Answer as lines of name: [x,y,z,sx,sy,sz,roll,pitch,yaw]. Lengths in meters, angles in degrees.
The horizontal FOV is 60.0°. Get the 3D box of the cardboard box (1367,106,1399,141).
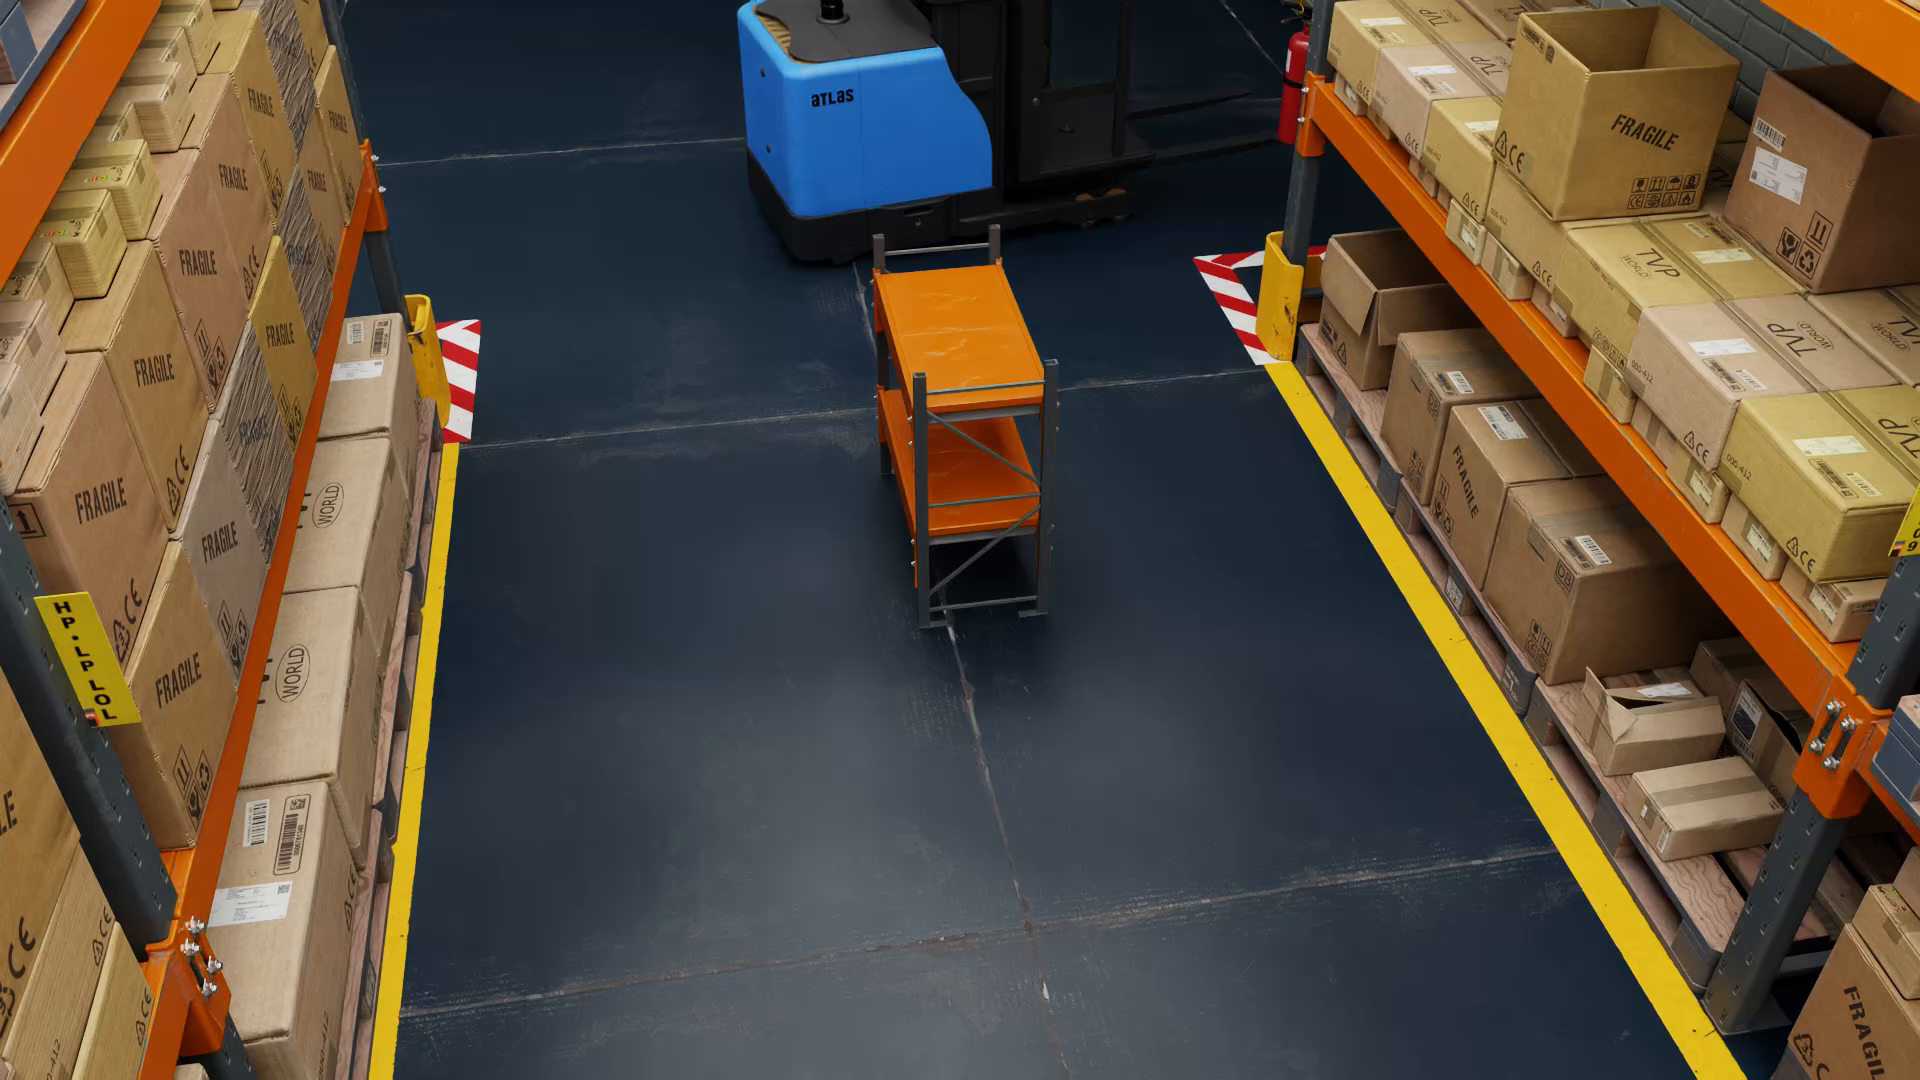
cardboard box: [1.888,-1.757,6.771,0.380,0.149,0.250,-5,38,-7]

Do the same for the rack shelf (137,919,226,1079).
rack shelf: [-1.824,2.212,2.044,1.077,0.370,4.000,-6,38,-8]

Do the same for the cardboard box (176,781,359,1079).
cardboard box: [-2.179,1.175,4.539,0.875,0.438,0.875,-7,38,-9]

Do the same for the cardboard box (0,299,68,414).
cardboard box: [-2.035,-0.342,3.321,0.380,0.149,0.250,-6,38,-7]

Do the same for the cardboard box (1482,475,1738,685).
cardboard box: [2.318,0.116,5.851,0.700,0.500,0.500,-8,38,-10]

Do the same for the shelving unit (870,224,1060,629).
shelving unit: [-0.001,-0.448,6.410,0.538,1.125,1.048,-6,38,-8]

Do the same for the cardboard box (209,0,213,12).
cardboard box: [-2.440,-1.572,4.903,0.380,0.149,0.250,-7,38,-8]

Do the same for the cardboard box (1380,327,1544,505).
cardboard box: [2.136,-0.511,6.658,0.700,0.500,0.500,-5,38,-6]

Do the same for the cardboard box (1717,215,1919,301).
cardboard box: [2.707,-0.817,5.236,0.500,0.250,0.500,-5,38,-7]

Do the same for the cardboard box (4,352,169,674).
cardboard box: [-2.020,-0.028,3.445,0.500,0.500,0.500,-6,38,-8]

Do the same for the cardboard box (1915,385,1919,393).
cardboard box: [2.891,-0.203,4.446,0.500,0.250,0.500,-7,38,-8]

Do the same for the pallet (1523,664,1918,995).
pallet: [2.592,0.870,5.458,1.003,0.211,1.213,-6,38,-8]

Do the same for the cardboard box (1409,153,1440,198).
cardboard box: [1.952,-1.442,6.366,0.380,0.149,0.250,-5,38,-7]

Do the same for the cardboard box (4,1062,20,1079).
cardboard box: [-1.763,1.123,2.575,0.500,0.250,0.500,-5,38,-7]

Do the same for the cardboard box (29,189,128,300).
cardboard box: [-2.105,-0.649,3.715,0.380,0.149,0.250,-6,38,-8]

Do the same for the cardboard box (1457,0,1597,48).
cardboard box: [2.352,-2.041,6.812,0.500,0.250,0.500,-5,38,-7]

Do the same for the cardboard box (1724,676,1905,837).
cardboard box: [2.828,0.655,5.311,0.500,0.311,0.500,-5,38,-6]

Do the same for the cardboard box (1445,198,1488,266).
cardboard box: [1.975,-1.122,5.954,0.380,0.149,0.250,-7,38,-9]

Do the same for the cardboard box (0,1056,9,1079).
cardboard box: [-1.751,0.840,2.327,0.500,0.500,0.500,-6,38,-7]

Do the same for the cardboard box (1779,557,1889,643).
cardboard box: [2.407,0.117,4.359,0.380,0.149,0.250,-6,38,-7]

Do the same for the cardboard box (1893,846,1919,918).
cardboard box: [2.572,0.870,4.109,0.380,0.149,0.250,-7,38,-9]

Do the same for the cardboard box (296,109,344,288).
cardboard box: [-2.458,-1.168,5.727,0.500,0.500,0.500,-7,38,-9]

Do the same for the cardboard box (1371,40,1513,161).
cardboard box: [1.913,-1.683,6.351,0.500,0.250,0.500,-6,38,-7]

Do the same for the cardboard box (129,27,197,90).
cardboard box: [-2.311,-1.266,4.510,0.380,0.149,0.250,-5,38,-6]

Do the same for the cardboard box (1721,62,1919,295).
cardboard box: [2.712,-1.099,4.988,0.500,0.500,0.500,-7,38,-9]

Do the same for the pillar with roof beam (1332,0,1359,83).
pillar with roof beam: [-1.813,-5.864,6.963,9.100,9.000,0.400,-6,38,-8]

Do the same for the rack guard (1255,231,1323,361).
rack guard: [2.024,-1.199,7.886,1.175,0.500,0.348,-6,38,-8]

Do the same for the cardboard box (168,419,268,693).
cardboard box: [-2.083,0.064,4.141,0.500,0.500,0.500,-6,38,-8]

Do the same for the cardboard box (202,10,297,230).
cardboard box: [-2.353,-1.253,5.022,0.500,0.500,0.500,-6,38,-8]

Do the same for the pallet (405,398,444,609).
pallet: [-2.659,-0.121,6.733,1.003,0.211,1.213,-6,38,-8]

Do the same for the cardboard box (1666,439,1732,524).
cardboard box: [2.271,-0.192,4.757,0.380,0.149,0.250,-5,38,-7]

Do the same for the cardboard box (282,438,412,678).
cardboard box: [-2.493,0.089,5.936,0.875,0.438,0.875,-5,38,-7]

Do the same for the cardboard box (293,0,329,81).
cardboard box: [-2.557,-1.865,5.809,0.500,0.500,0.500,-5,38,-6]

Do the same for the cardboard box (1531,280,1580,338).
cardboard box: [2.154,-0.817,5.561,0.380,0.149,0.250,-6,38,-8]

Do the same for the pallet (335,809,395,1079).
pallet: [-2.231,1.353,4.836,1.003,0.211,1.213,-6,38,-8]

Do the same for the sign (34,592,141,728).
sign: [-1.642,0.229,3.130,0.100,0.325,0.005,-6,38,-8]

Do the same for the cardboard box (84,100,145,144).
cardboard box: [-2.248,-0.955,4.110,0.380,0.149,0.250,-6,38,-8]

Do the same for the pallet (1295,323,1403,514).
pallet: [2.164,-0.604,7.355,1.003,0.211,1.213,-6,38,-8]

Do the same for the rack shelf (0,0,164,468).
rack shelf: [-2.525,-1.389,4.234,1.077,0.370,4.000,-6,38,-8]

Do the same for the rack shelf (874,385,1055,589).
rack shelf: [-0.001,-0.255,6.560,0.538,0.278,1.000,-6,38,-8]

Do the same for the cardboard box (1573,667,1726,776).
cardboard box: [2.262,0.577,5.449,0.396,0.266,0.258,-5,38,-6]

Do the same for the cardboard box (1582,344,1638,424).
cardboard box: [2.179,-0.505,5.159,0.380,0.149,0.250,-7,38,-9]

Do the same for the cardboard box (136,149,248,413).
cardboard box: [-2.181,-0.645,4.238,0.500,0.500,0.500,-6,38,-7]

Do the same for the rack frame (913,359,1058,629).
rack frame: [0.088,-0.141,6.015,0.500,1.125,0.032,-6,38,-8]

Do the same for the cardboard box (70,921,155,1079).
cardboard box: [-1.848,1.023,3.111,0.500,0.250,0.500,-7,38,-9]

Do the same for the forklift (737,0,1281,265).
forklift: [0.408,-3.128,8.387,3.031,2.935,1.130,-13,40,-16]

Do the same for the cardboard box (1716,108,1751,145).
cardboard box: [2.524,-1.430,6.026,0.500,0.250,0.500,-5,38,-7]

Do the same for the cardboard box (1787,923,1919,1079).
cardboard box: [2.575,1.321,4.300,0.500,0.500,0.500,-5,38,-6]

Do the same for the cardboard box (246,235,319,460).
cardboard box: [-2.254,-0.548,4.929,0.500,0.500,0.500,-5,38,-7]

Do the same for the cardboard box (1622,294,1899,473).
cardboard box: [2.280,-0.457,4.773,0.500,0.250,0.500,-6,38,-8]

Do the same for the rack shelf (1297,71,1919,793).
rack shelf: [2.361,-0.740,5.844,1.077,0.370,4.000,-6,38,-8]

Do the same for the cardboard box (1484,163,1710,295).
cardboard box: [2.116,-1.071,5.563,0.500,0.250,0.500,-7,38,-9]

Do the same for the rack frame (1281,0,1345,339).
rack frame: [2.010,-2.232,7.179,1.000,3.000,0.127,-6,38,-8]
